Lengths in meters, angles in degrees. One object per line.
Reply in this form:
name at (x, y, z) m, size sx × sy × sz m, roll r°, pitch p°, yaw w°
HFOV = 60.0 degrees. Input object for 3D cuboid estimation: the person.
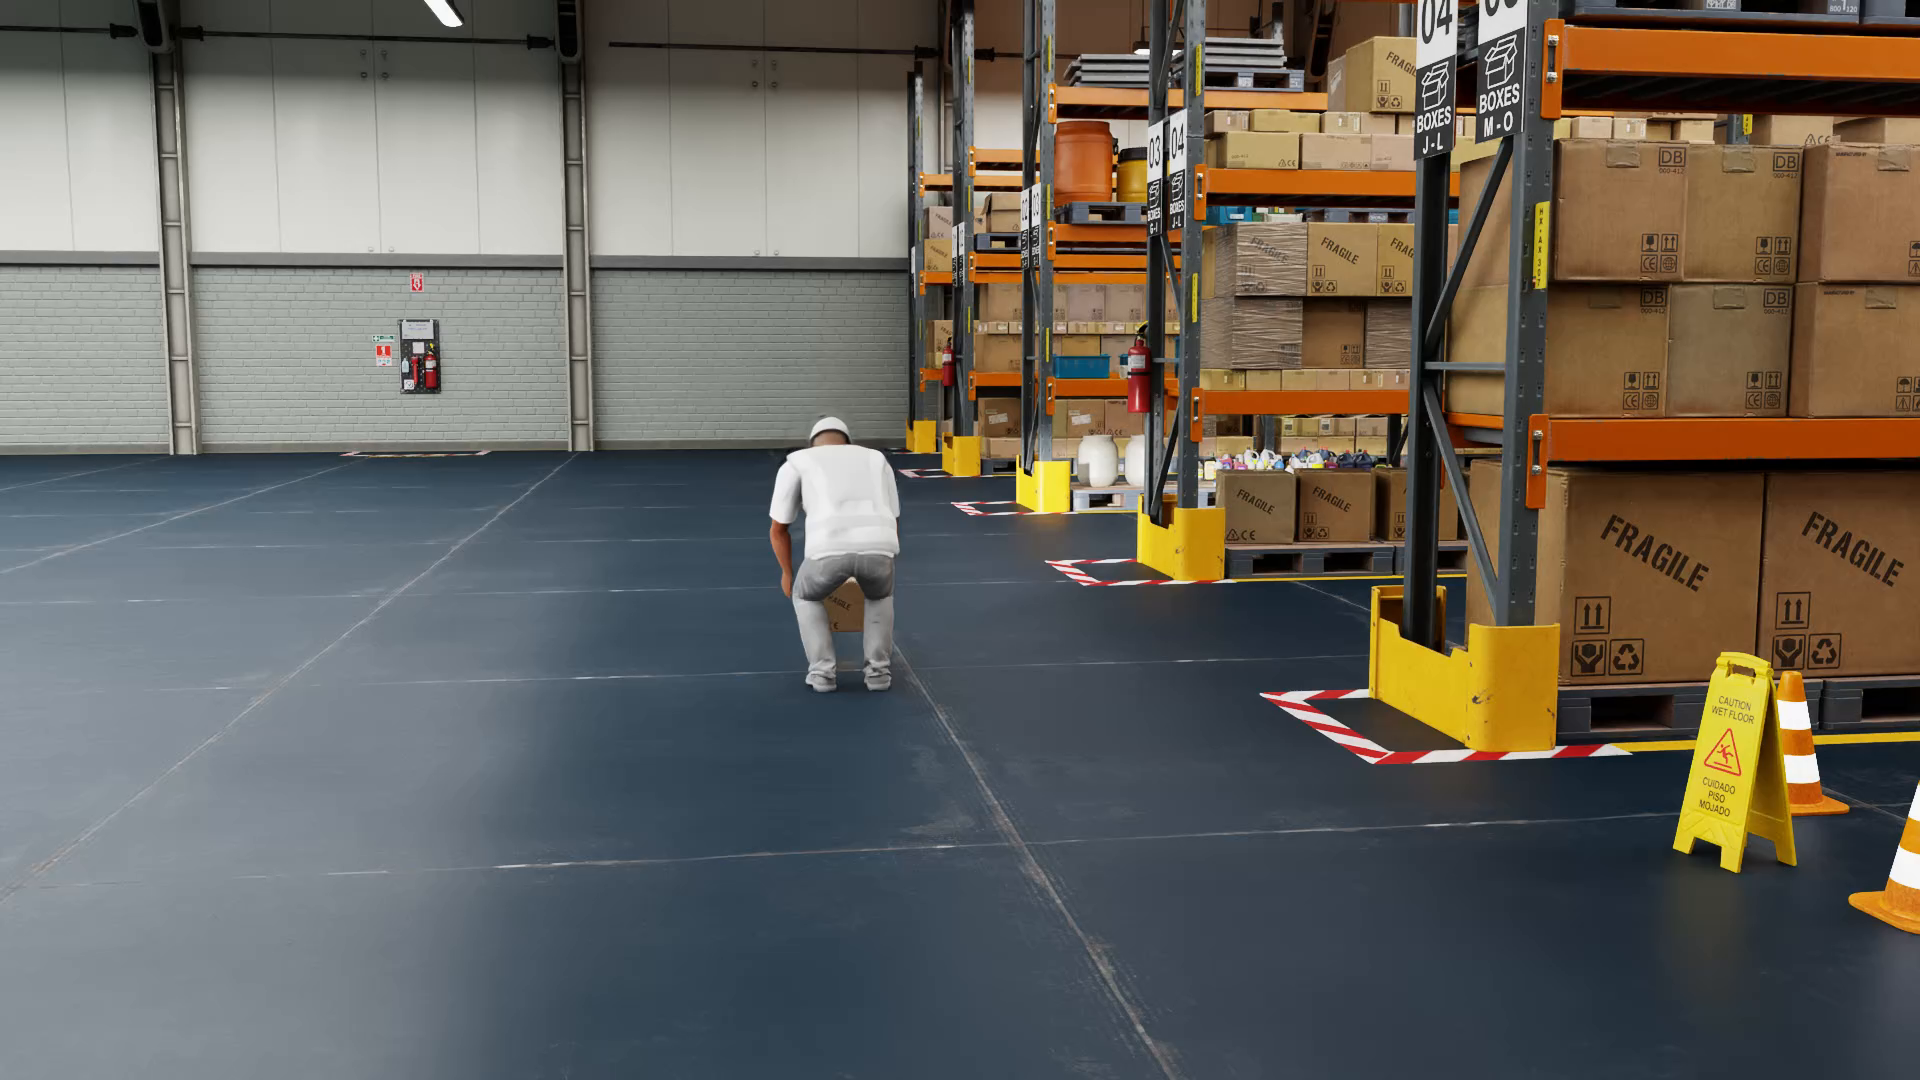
person at (-0.579, 0.059, 7.853) m, size 0.626 × 1.260 × 0.823 m, roll -1°, pitch 7°, yaw -9°
